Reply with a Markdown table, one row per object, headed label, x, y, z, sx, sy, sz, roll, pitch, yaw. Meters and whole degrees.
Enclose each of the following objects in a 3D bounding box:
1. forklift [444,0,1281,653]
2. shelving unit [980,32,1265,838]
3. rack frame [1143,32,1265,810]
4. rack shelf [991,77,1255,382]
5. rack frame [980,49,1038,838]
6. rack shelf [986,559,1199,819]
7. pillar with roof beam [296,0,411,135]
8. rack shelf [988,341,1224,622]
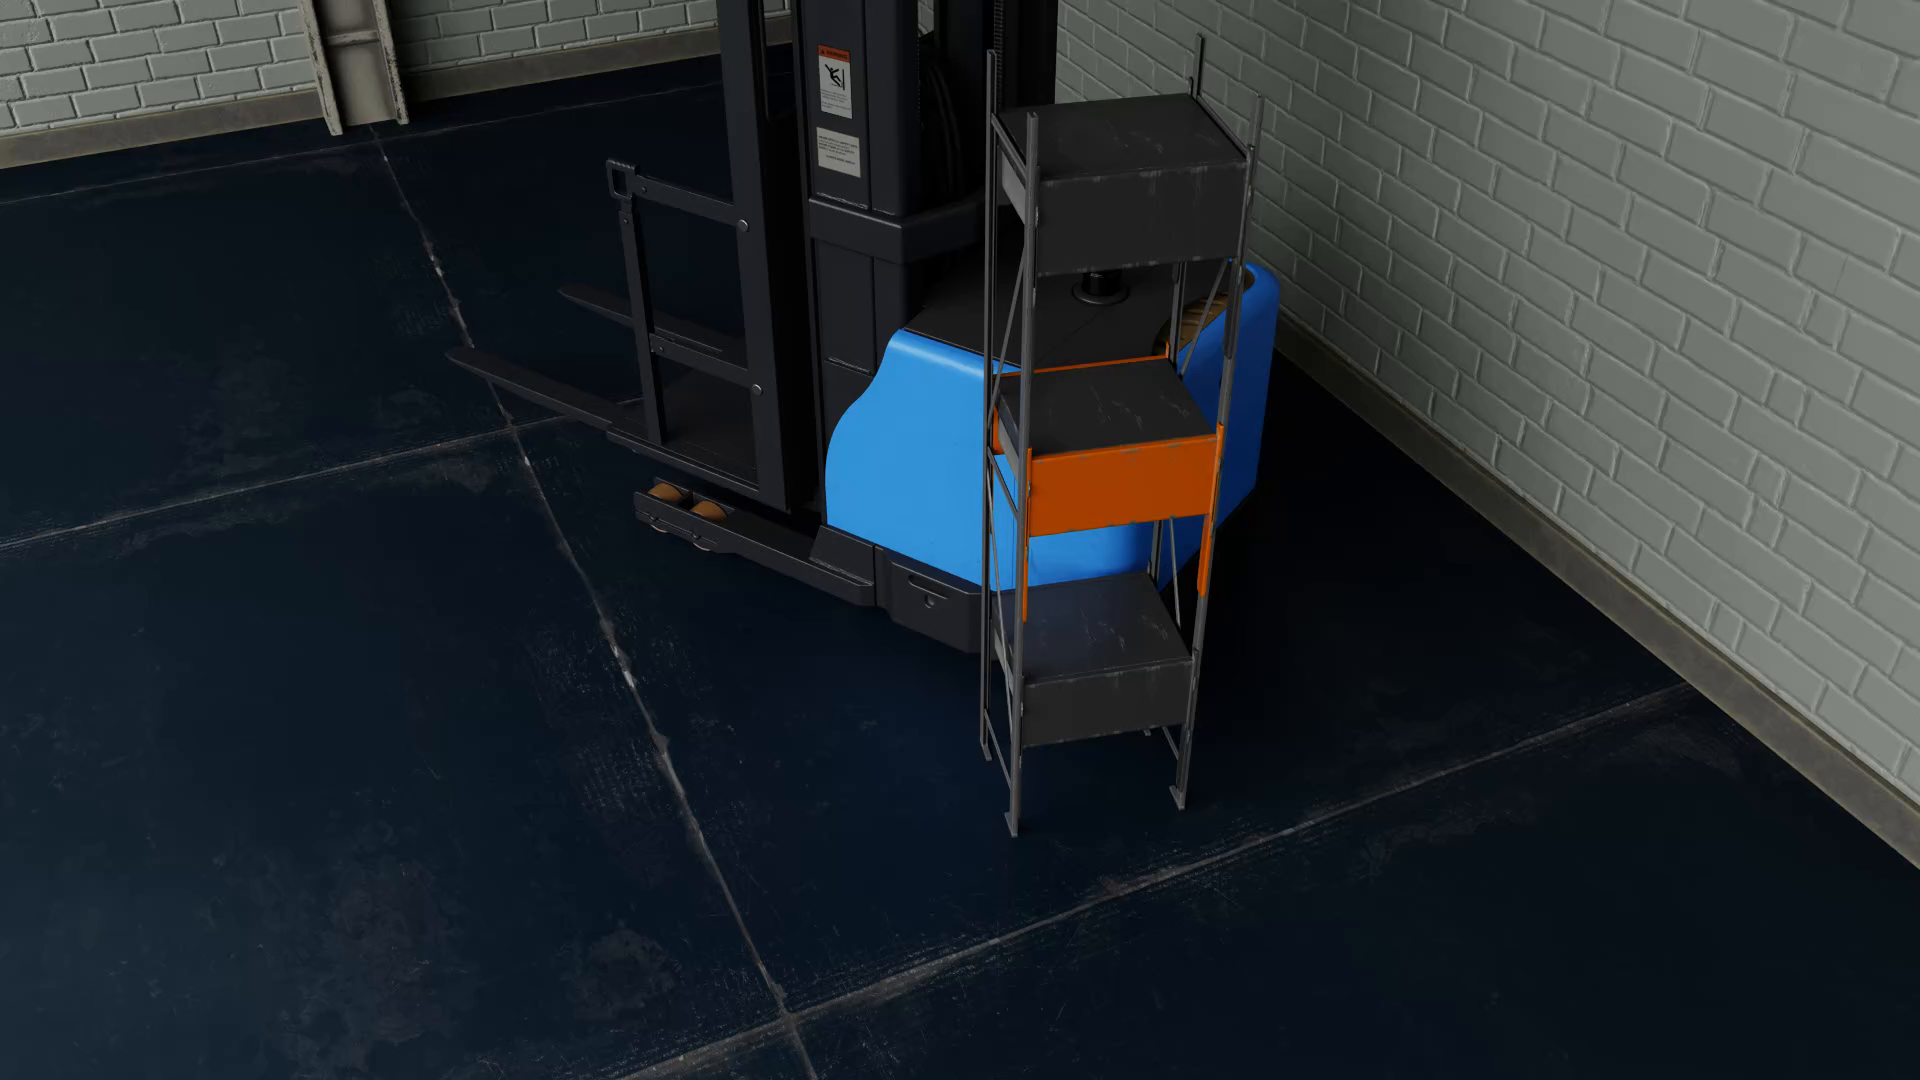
| label | x | y | z | sx | sy | sz | roll | pitch | yaw |
| --- | --- | --- | --- | --- | --- | --- | --- | --- | --- |
| forklift | -0.520 | -1.381 | 5.152 | 3.031 | 2.935 | 1.130 | 21 | 42 | 26 |
| shelving unit | 0.348 | -0.162 | 4.206 | 0.503 | 2.100 | 0.431 | -8 | 37 | -10 |
| rack frame | 0.586 | -0.194 | 4.249 | 0.015 | 2.100 | 0.400 | -8 | 37 | -10 |
| rack shelf | 0.348 | -0.714 | 3.797 | 0.480 | 0.518 | 0.431 | -8 | 37 | -10 |
| rack frame | 0.110 | -0.131 | 4.164 | 0.015 | 2.100 | 0.400 | -8 | 37 | -10 |
| rack shelf | 0.348 | 0.411 | 4.631 | 0.480 | 0.518 | 0.431 | -8 | 37 | -10 |
| pillar with roof beam | -1.287 | -3.506 | 2.923 | 0.400 | 9.000 | 9.100 | -16 | 39 | -20 |
| rack shelf | 0.348 | -0.151 | 4.214 | 0.480 | 0.518 | 0.431 | -8 | 37 | -10 |
